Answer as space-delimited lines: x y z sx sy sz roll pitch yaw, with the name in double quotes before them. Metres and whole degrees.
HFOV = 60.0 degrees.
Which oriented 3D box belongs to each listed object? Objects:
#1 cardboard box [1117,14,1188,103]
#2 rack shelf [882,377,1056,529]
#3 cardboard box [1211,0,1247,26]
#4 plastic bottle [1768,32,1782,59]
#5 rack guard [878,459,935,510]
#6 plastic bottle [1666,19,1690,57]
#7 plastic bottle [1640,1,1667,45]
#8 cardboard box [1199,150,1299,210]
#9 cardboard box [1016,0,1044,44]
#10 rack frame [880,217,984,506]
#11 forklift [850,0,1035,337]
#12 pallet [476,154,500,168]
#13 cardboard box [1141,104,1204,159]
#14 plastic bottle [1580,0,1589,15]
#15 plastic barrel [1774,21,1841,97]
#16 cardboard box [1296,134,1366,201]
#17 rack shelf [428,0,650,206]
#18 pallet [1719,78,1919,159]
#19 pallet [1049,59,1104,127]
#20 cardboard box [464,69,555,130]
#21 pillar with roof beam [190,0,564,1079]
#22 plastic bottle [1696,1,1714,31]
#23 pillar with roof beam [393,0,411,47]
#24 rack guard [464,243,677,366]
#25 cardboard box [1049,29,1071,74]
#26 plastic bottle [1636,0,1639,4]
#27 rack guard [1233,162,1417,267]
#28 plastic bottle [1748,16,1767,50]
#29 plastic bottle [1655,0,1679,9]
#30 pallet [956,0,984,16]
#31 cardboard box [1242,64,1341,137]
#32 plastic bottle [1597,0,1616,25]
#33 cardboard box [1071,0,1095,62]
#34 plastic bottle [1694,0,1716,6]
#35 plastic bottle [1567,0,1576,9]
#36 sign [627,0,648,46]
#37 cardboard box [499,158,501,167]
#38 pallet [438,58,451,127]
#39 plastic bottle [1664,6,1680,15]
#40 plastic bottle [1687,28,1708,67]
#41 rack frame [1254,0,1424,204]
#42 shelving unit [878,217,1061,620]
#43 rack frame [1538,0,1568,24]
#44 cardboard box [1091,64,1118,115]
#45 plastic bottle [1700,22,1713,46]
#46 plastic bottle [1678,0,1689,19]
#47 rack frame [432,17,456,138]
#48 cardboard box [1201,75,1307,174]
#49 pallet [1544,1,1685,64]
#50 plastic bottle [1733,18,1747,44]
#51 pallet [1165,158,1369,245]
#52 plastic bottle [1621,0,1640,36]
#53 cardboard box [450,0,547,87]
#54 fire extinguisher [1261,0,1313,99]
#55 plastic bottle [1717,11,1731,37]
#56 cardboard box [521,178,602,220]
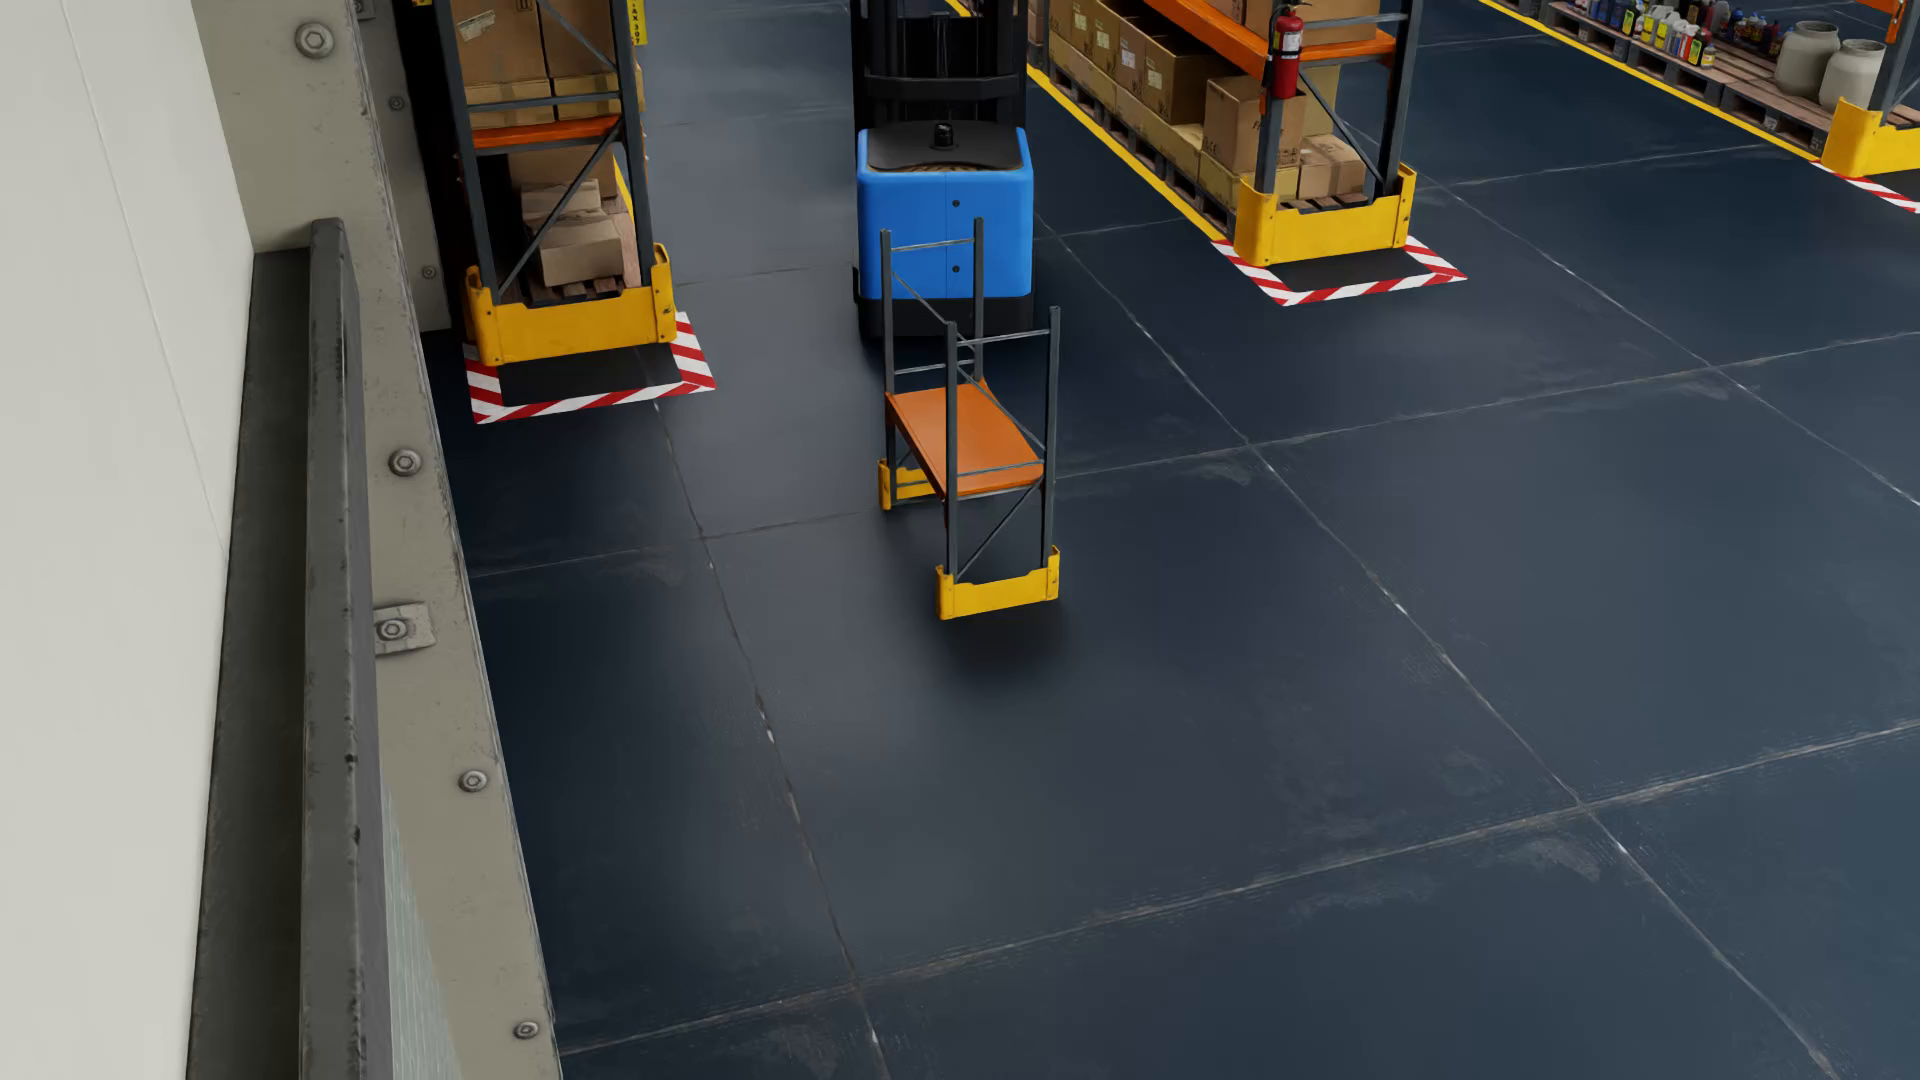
"cardboard box" 1.510 -3.606 12.420 0.500 0.500 0.500 -10 35 -15
"rack shelf" 0.026 -0.431 7.868 0.538 0.185 1.000 -10 35 -15
"cardboard box" 2.132 -3.812 11.208 0.700 0.500 0.500 -9 35 -13
"plastic bottle" 6.857 -4.154 13.955 0.097 0.201 0.097 0 33 0
"rack guard" -0.129 -0.326 8.516 0.587 0.250 0.087 -10 35 -15
"plastic bottle" 6.074 -4.227 13.998 0.152 0.276 0.135 -11 35 -16
"plastic bottle" 5.963 -4.442 14.255 0.144 0.351 0.185 -10 35 -15
"cardboard box" 1.982 -2.508 11.438 0.500 0.250 0.500 -10 35 -15
"cardboard box" 0.804 -4.546 14.521 0.500 0.250 0.500 -10 35 -15
"rack frame" -0.129 -0.848 8.173 0.500 1.500 0.032 -10 35 -15
"forklift" -0.137 -3.223 10.469 1.130 2.935 3.031 -1 33 -2
"pallet" -3.271 -3.004 12.604 1.003 0.211 1.213 -10 35 -15
"cardboard box" 1.664 -3.031 12.230 0.500 0.250 0.500 -10 35 -15
"plastic bottle" 5.667 -4.848 15.005 0.097 0.201 0.097 0 33 0
"plastic barrel" 6.719 -3.813 13.175 0.421 0.512 0.421 0 33 0
"cardboard box" 2.475 -2.596 11.570 0.500 0.250 0.500 -10 35 -15
"rack shelf" -2.900 -3.163 10.969 1.077 0.370 4.000 -10 35 -15
"pallet" 6.835 -3.376 13.167 1.003 0.211 1.213 -10 35 -15
"pallet" 1.409 -3.761 13.750 1.003 0.211 1.213 -10 35 -15
"cardboard box" -2.617 -2.572 9.540 0.500 0.250 0.500 -10 35 -14
"pillar with roof beam" 2.603 -2.712 4.192 9.100 9.000 0.400 -10 35 -15
"plastic bottle" 6.498 -4.566 14.504 0.061 0.283 0.133 -10 35 -15
"pillar with roof beam" -1.057 -9.013 13.727 9.100 9.000 0.400 -10 35 -15
"rack guard" -2.313 -1.411 9.931 1.175 0.500 0.348 -10 35 -15
"cardboard box" 1.059 -4.082 13.820 0.500 0.250 0.500 -10 35 -15
"plastic bottle" 5.935 -4.676 14.681 0.097 0.271 0.097 0 33 0
"rack guard" 2.434 -2.193 11.115 1.175 0.500 0.348 -10 35 -15
"plastic bottle" 6.784 -4.309 14.126 0.097 0.271 0.097 0 33 0
"plastic bottle" 6.321 -4.798 14.862 0.152 0.276 0.135 -10 35 -15
"pallet" 0.569 -5.207 15.939 1.003 0.211 1.213 -10 35 -15
"cardboard box" 2.321 -3.171 11.760 0.500 0.500 0.500 -10 35 -15
"plastic bottle" 5.776 -4.764 14.743 0.144 0.351 0.185 -9 35 -13
"cardboard box" 1.210 -4.132 13.216 0.500 0.500 0.500 -10 35 -15
"plastic bottle" 6.553 -4.698 14.643 0.144 0.351 0.185 -10 35 -15
"plastic bottle" 5.605 -4.984 15.147 0.097 0.271 0.097 0 33 0
"sign" -1.773 -2.866 9.081 0.100 0.325 0.005 -10 35 -15
"cardboard box" -3.041 -2.665 11.749 0.380 0.149 0.250 -13 36 -19
"pallet" -3.749 -3.759 13.747 1.003 0.211 1.213 -10 35 -15
"plastic bottle" 6.097 -4.449 14.334 0.152 0.276 0.135 -10 35 -15
"plastic bottle" 6.115 -4.079 13.766 0.061 0.283 0.133 -9 35 -14
"rack frame" 2.427 -3.249 10.445 1.000 3.000 0.127 -10 35 -15
"shelving unit" 0.023 -0.586 7.776 0.587 1.500 1.083 -10 35 -15
"rack frame" 5.925 -6.180 14.881 1.000 3.000 0.127 -10 35 -15
"cardboard box" 1.355 -3.555 13.023 0.500 0.250 0.500 -10 35 -15
"plastic bottle" 6.218 -4.175 13.913 0.061 0.283 0.133 -10 35 -15
"plastic bottle" 6.455 -4.868 14.899 0.144 0.351 0.185 -12 35 -17
"rack frame" -3.510 -4.514 12.360 1.000 3.000 0.127 -10 35 -15
"cardboard box" 1.980 -2.821 11.231 0.500 0.500 0.500 -10 35 -15
"pallet" 6.090 -4.657 15.106 1.003 0.211 1.213 -10 35 -15
"plastic bottle" 6.724 -4.384 14.303 0.097 0.201 0.097 0 33 0
"pallet" 2.154 -2.480 11.811 1.003 0.211 1.213 -10 35 -15
"plastic bottle" 5.844 -4.544 14.470 0.061 0.283 0.133 -9 34 -13
"cardboard box" -2.636 -2.884 9.331 0.500 0.500 0.500 -10 35 -15
"fire extinguisher" 2.021 -3.076 10.254 0.296 0.674 0.183 -10 35 -15
"plastic bottle" 6.661 -4.492 14.467 0.097 0.201 0.097 0 33 0
"cardboard box" -2.589 -2.153 10.827 0.500 0.311 0.500 -7 34 -11
